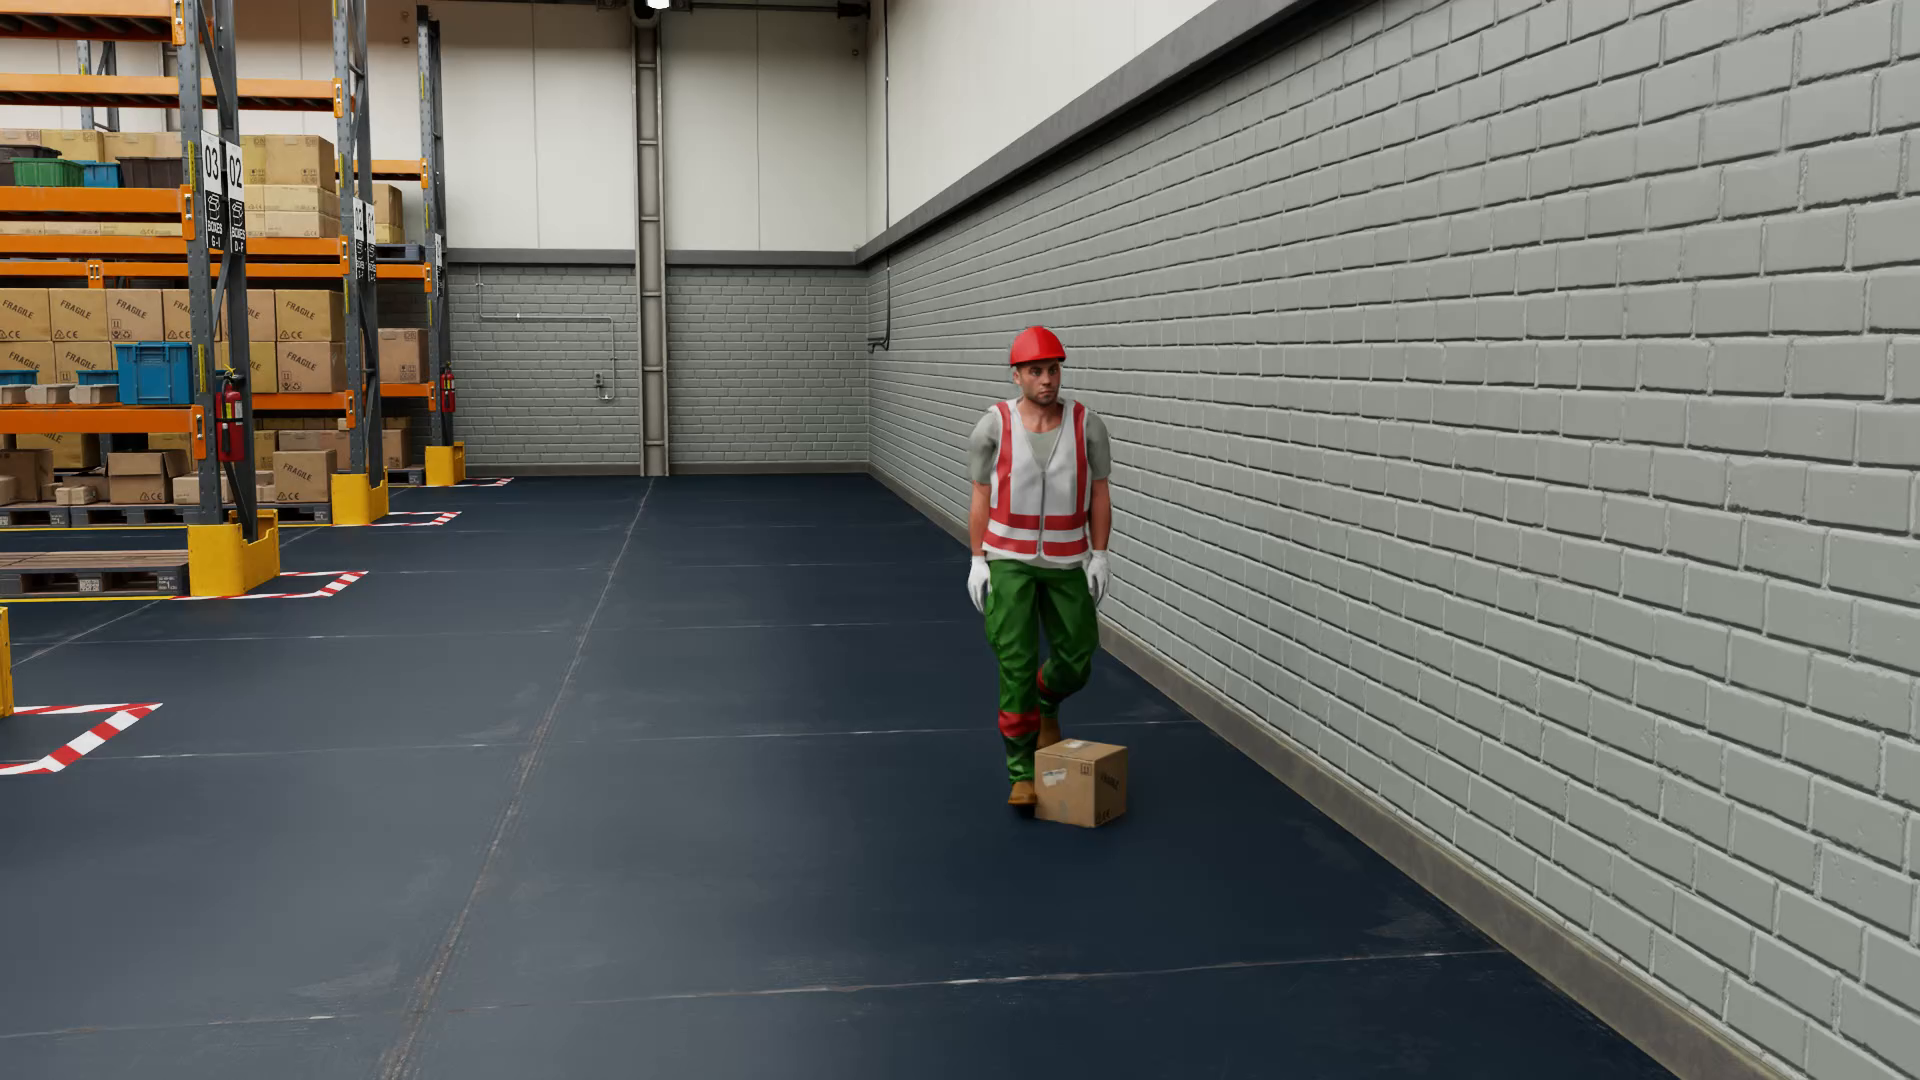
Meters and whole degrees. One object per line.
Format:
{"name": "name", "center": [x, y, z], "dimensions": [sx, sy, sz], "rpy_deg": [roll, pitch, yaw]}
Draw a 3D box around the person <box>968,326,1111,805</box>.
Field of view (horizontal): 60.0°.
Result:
{"name": "person", "center": [0.292, 0.083, 6.307], "dimensions": [0.546, 1.770, 0.771], "rpy_deg": [-1, 6, -6]}
